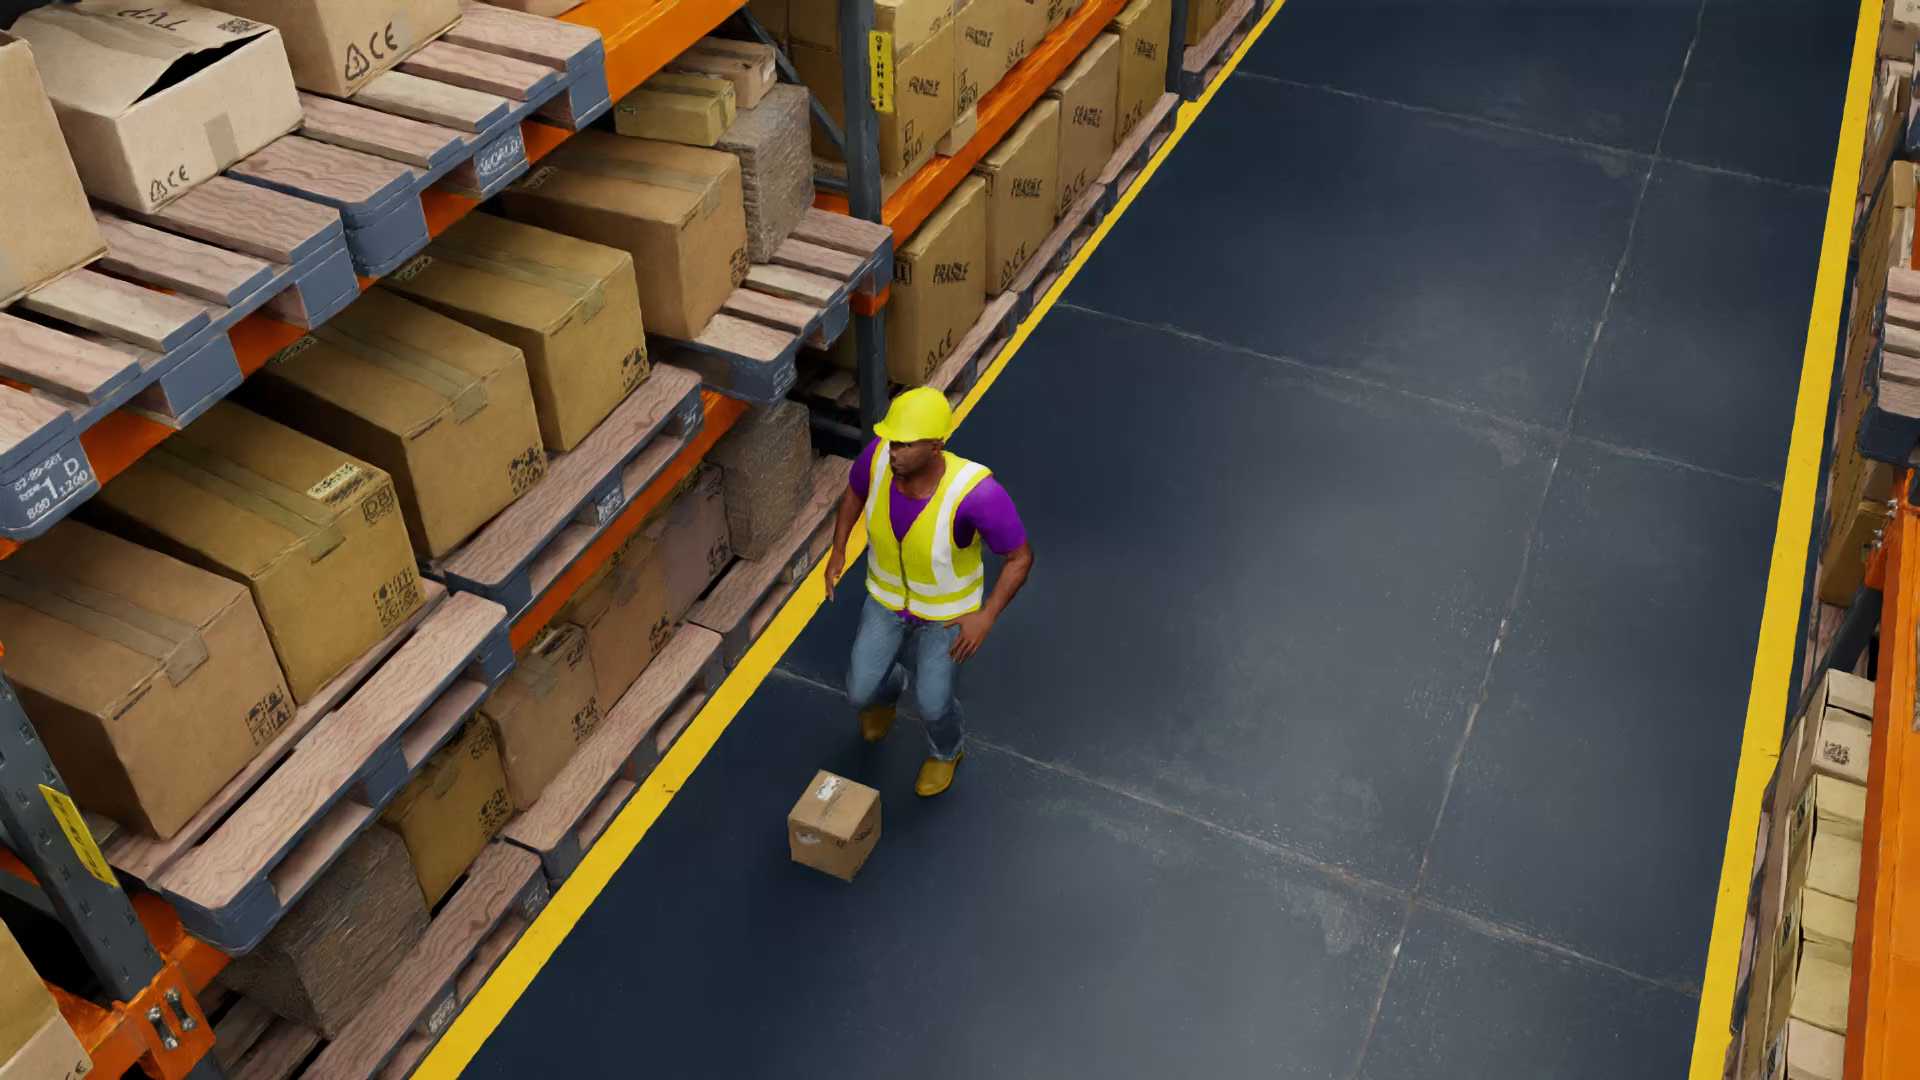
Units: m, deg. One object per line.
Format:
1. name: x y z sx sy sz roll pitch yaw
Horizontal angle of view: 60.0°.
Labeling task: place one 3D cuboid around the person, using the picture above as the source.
1. person: -0.138 0.222 5.912 0.767 1.729 0.516 16 44 17
